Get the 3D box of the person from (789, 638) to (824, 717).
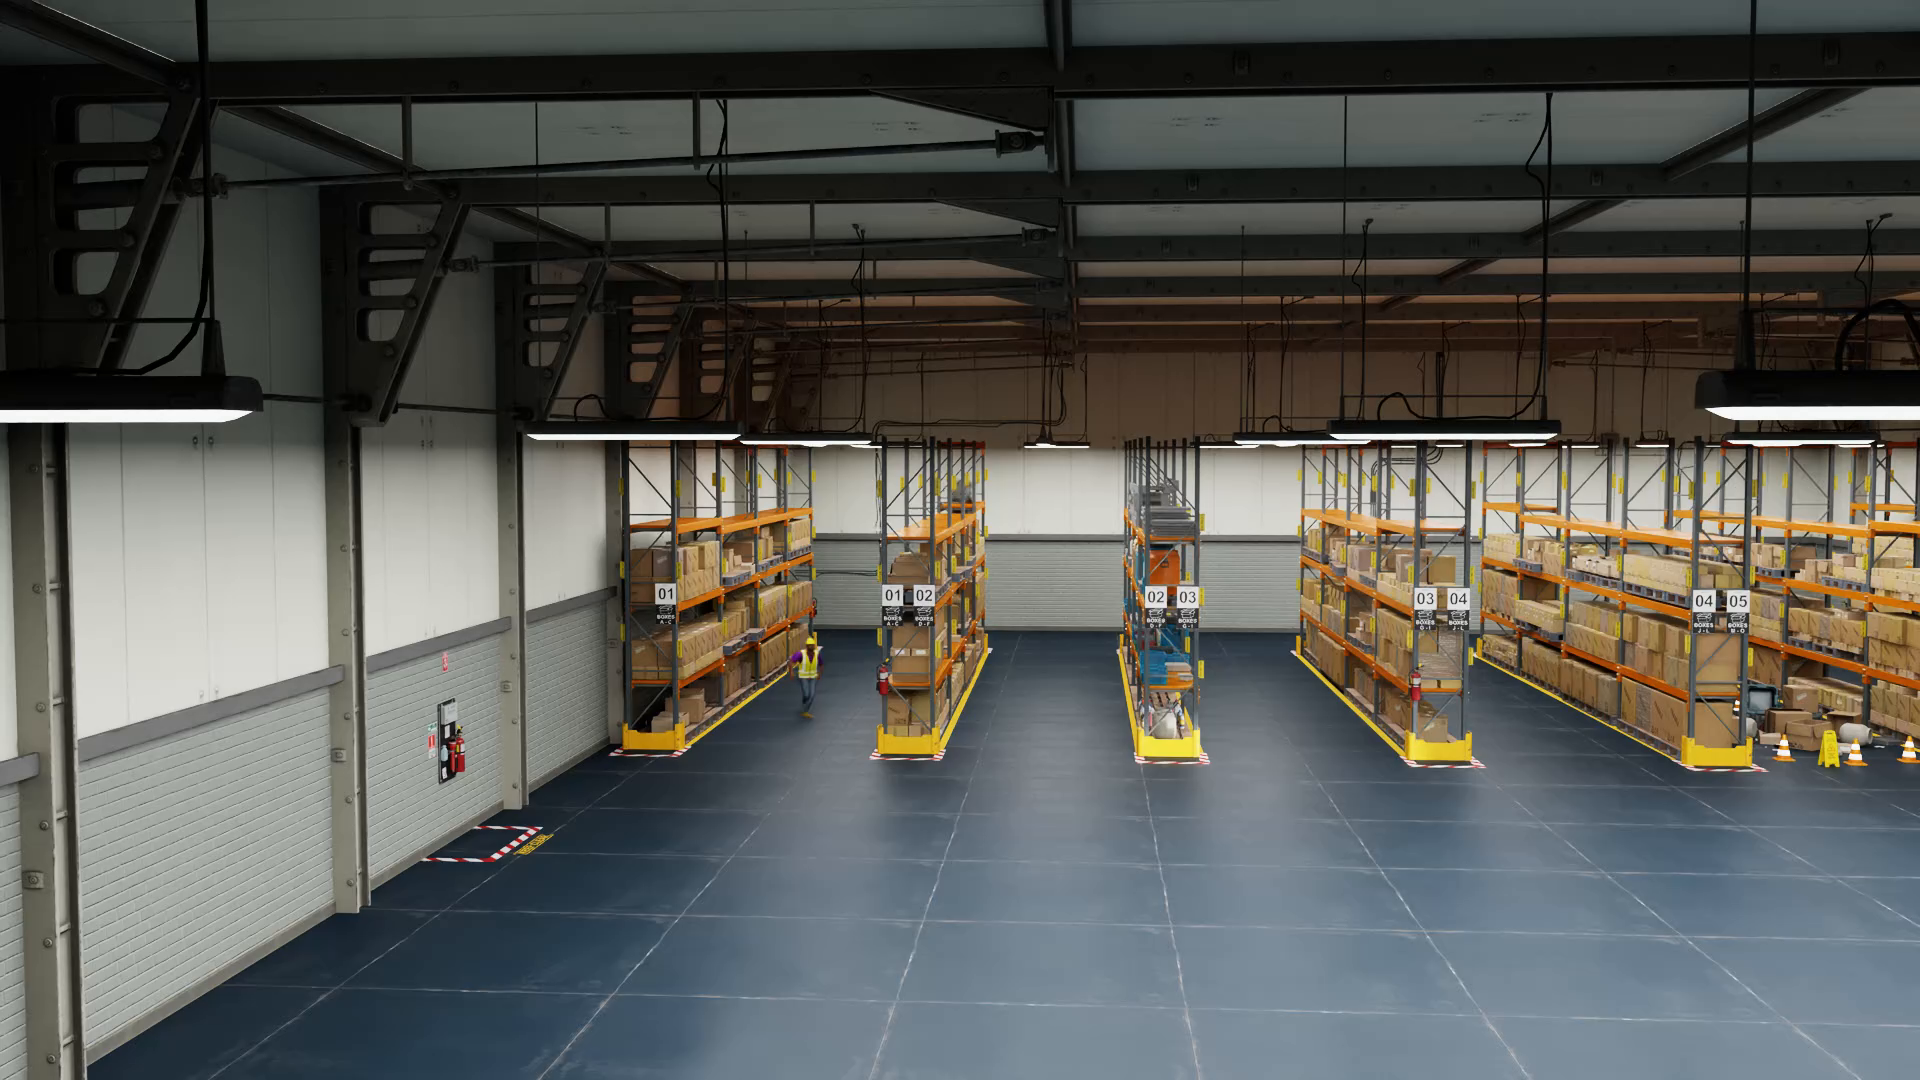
[{"bbox_3d":[-3.280,2.960,35.670,0.776,1.719,0.541,-1,3,-21],"label":"person"}]
